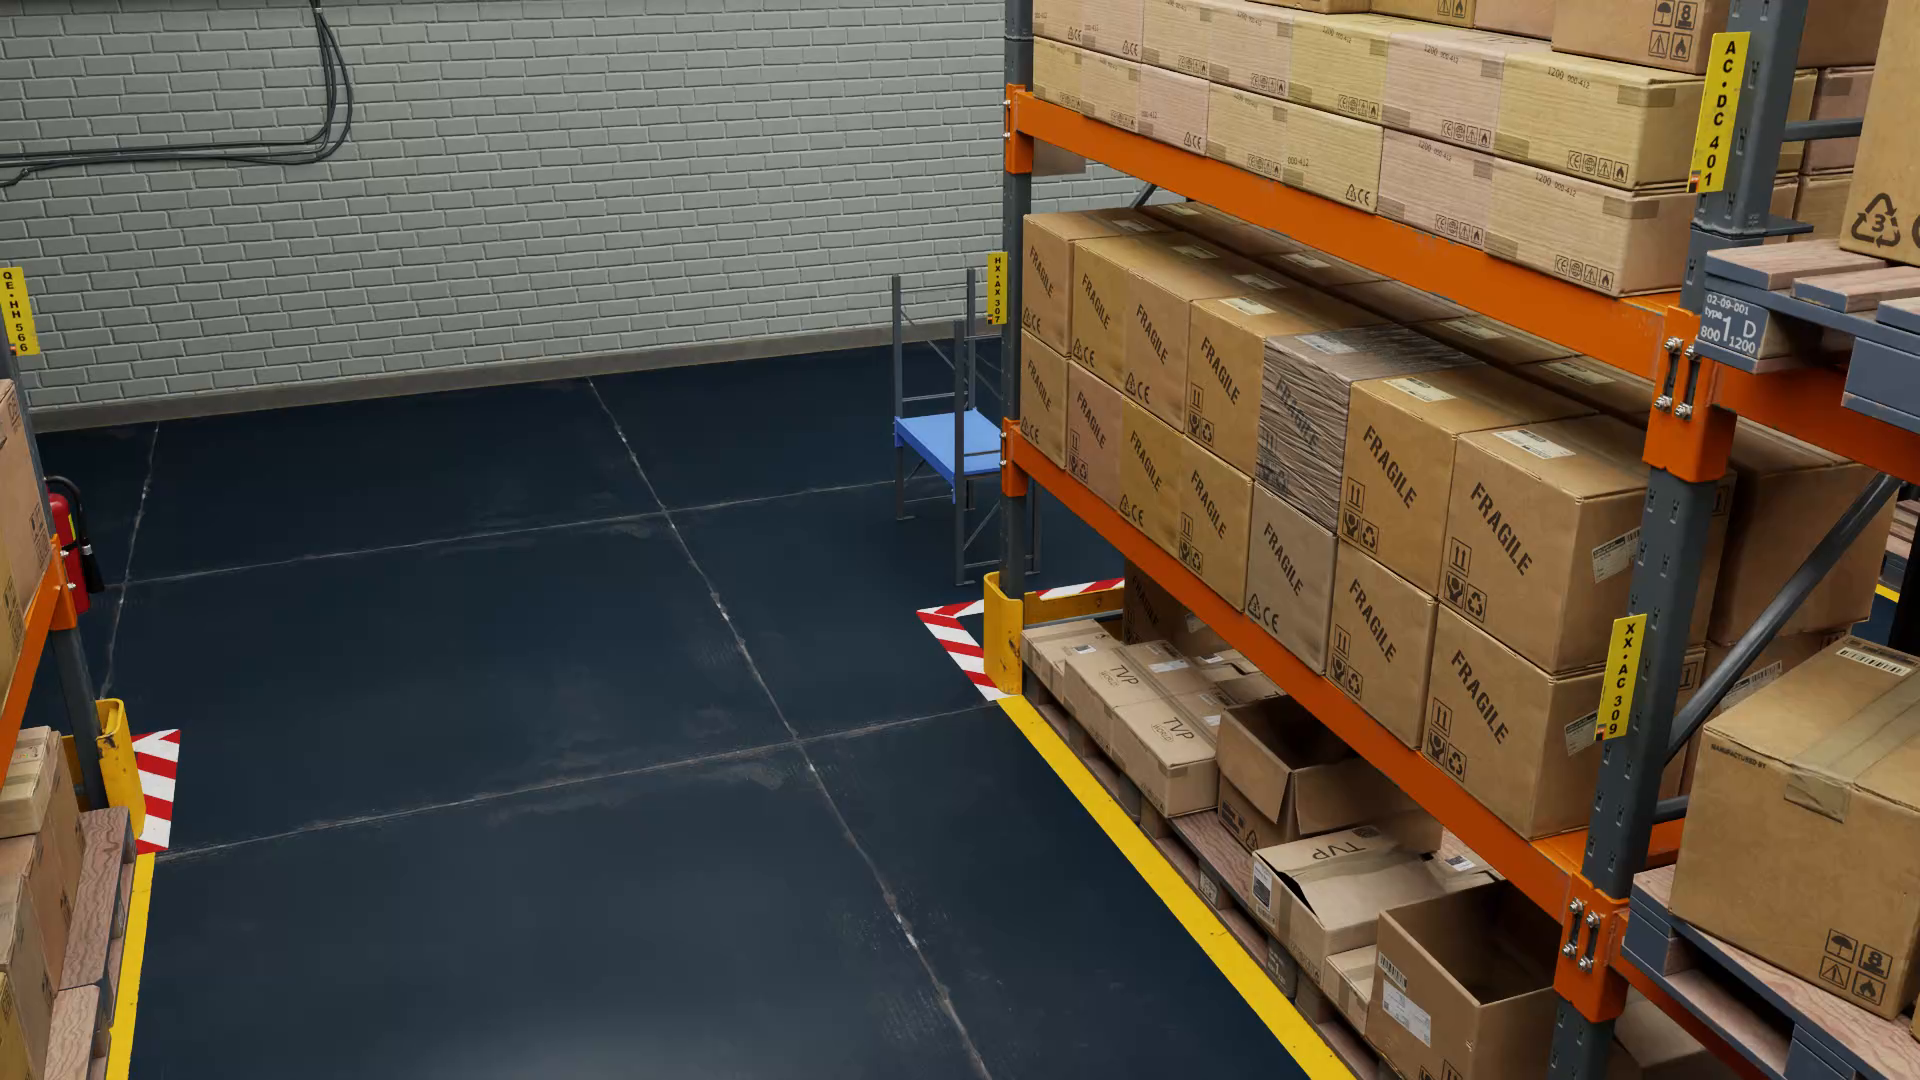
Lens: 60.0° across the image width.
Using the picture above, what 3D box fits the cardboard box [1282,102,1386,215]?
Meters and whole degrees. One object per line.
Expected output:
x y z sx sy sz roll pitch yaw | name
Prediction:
1.318 -1.164 4.980 0.500 0.250 0.500 -8 24 -19 | cardboard box

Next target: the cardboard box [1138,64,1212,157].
0.964 -1.527 5.842 0.500 0.250 0.500 -8 24 -19 | cardboard box

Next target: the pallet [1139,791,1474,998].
1.414 1.245 6.526 1.003 0.211 1.213 -8 24 -19 | pallet

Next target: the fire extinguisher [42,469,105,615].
-3.577 -0.030 6.539 0.296 0.674 0.183 -8 24 -19 | fire extinguisher

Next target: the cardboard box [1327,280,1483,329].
1.640 -0.625 5.955 0.500 0.500 0.500 -8 24 -17 | cardboard box

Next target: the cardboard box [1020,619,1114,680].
0.504 0.510 7.782 0.380 0.149 0.250 -8 24 -19 | cardboard box

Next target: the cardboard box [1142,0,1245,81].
0.968 -1.758 5.746 0.500 0.250 0.500 -8 24 -19 | cardboard box

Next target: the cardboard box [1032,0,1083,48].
0.615 -2.121 6.609 0.500 0.250 0.500 -8 24 -19 | cardboard box

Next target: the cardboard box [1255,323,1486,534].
1.308 -0.371 5.352 0.500 0.500 0.500 -8 24 -19 | cardboard box

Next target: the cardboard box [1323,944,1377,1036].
1.435 1.468 5.509 0.380 0.149 0.250 -8 24 -19 | cardboard box

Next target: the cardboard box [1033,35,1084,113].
0.621 -1.892 6.708 0.500 0.250 0.500 -8 24 -19 | cardboard box

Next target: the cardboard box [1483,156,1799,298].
1.670 -0.800 4.118 0.500 0.250 0.500 -8 24 -19 | cardboard box

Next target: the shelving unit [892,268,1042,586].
0.030 -0.660 9.385 0.538 1.500 1.048 -8 24 -19 | shelving unit

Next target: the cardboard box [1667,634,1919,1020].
2.049 0.616 3.756 0.700 0.500 0.500 -18 29 -36 | cardboard box

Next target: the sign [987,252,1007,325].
0.170 -1.125 7.442 0.100 0.325 0.005 -8 24 -19 | sign

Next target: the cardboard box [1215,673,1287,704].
1.407 0.777 7.018 0.500 0.250 0.500 -8 24 -19 | cardboard box

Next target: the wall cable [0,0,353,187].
-5.619 -3.557 10.601 3.097 2.526 0.112 -8 24 -19 | wall cable

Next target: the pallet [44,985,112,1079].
-3.173 1.888 4.999 1.003 0.211 1.213 -8 24 -19 | pallet

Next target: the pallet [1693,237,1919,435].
2.255 -0.396 3.207 1.213 0.211 1.003 -8 24 -19 | pallet

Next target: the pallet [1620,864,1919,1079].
2.271 1.047 3.651 1.003 0.211 1.213 -8 24 -19 | pallet

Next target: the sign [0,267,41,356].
-3.443 -0.831 6.065 0.100 0.325 0.005 -8 24 -19 | sign

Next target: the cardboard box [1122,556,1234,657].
1.100 0.313 7.798 0.500 0.500 0.500 -8 24 -19 | cardboard box

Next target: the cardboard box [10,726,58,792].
-3.399 0.802 5.827 0.380 0.149 0.250 -9 24 -20 | cardboard box

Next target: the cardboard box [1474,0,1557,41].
1.839 -1.609 4.426 0.700 0.500 0.500 -8 24 -19 | cardboard box

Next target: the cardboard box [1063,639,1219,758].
0.781 0.682 7.243 0.500 0.250 0.500 -8 24 -19 | cardboard box

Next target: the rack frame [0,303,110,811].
-3.956 -0.119 6.171 1.000 3.000 0.127 -8 24 -19 | rack frame

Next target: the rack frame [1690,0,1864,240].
2.090 -2.111 3.173 1.000 3.000 0.127 -8 24 -19 | rack frame

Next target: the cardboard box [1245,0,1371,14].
1.338 -1.950 5.237 0.700 0.500 0.500 -8 24 -19 | cardboard box

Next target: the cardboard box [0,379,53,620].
-3.766 -0.074 5.676 0.980 0.700 0.700 -7 24 -17 | cardboard box

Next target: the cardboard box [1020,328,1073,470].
0.587 -0.649 7.299 0.500 0.500 0.500 -8 24 -18 | cardboard box

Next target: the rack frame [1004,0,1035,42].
0.677 -3.565 6.621 1.000 3.000 0.127 -8 24 -19 | rack frame

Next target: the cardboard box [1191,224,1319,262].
1.271 -1.000 6.844 0.500 0.500 0.500 -8 24 -18 | cardboard box

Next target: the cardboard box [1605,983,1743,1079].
2.145 1.507 5.207 0.500 0.311 0.500 -8 24 -19 | cardboard box

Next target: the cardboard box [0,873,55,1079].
-3.260 1.444 5.139 0.700 0.500 0.500 -9 25 -21 | cardboard box

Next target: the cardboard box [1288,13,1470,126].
1.317 -1.394 4.883 0.500 0.250 0.500 -8 24 -19 | cardboard box

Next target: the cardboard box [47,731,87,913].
-3.615 1.080 6.004 0.700 0.500 0.500 -8 24 -19 | cardboard box

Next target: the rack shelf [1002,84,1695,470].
1.384 -1.124 5.620 1.077 0.370 4.000 -8 24 -19 | rack shelf

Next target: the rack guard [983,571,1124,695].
0.704 0.379 8.207 1.175 0.500 0.348 -8 24 -19 | rack guard

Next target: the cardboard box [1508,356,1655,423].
2.004 -0.251 5.067 0.500 0.500 0.500 -9 25 -21 | cardboard box

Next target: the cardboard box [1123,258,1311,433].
0.951 -0.738 6.224 0.500 0.500 0.500 -8 24 -18 | cardboard box

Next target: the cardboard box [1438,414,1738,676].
1.670 -0.002 4.476 0.500 0.500 0.500 -8 24 -19 | cardboard box

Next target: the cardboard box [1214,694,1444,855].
1.422 0.919 6.356 0.797 0.503 0.637 -8 24 -19 | cardboard box

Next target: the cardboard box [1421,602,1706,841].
1.674 0.461 4.666 0.500 0.500 0.500 -8 24 -18 | cardboard box

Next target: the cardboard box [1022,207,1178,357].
0.587 -1.110 7.105 0.500 0.500 0.500 -8 24 -17 | cardboard box

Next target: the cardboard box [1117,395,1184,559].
0.949 -0.279 6.422 0.500 0.500 0.500 -8 24 -19 | cardboard box

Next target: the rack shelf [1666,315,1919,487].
2.797 0.329 2.171 1.077 0.370 4.000 -8 24 -19 | rack shelf

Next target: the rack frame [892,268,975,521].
-0.149 -0.845 9.823 0.500 1.500 0.032 -8 24 -19 | rack frame

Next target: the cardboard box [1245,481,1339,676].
1.307 0.087 5.552 0.500 0.500 0.500 -8 24 -18 | cardboard box

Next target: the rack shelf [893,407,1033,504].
0.030 -0.494 9.455 0.538 0.185 1.000 -8 24 -19 | rack shelf

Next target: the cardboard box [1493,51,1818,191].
1.665 -1.030 4.019 0.500 0.250 0.500 -8 24 -19 | cardboard box
